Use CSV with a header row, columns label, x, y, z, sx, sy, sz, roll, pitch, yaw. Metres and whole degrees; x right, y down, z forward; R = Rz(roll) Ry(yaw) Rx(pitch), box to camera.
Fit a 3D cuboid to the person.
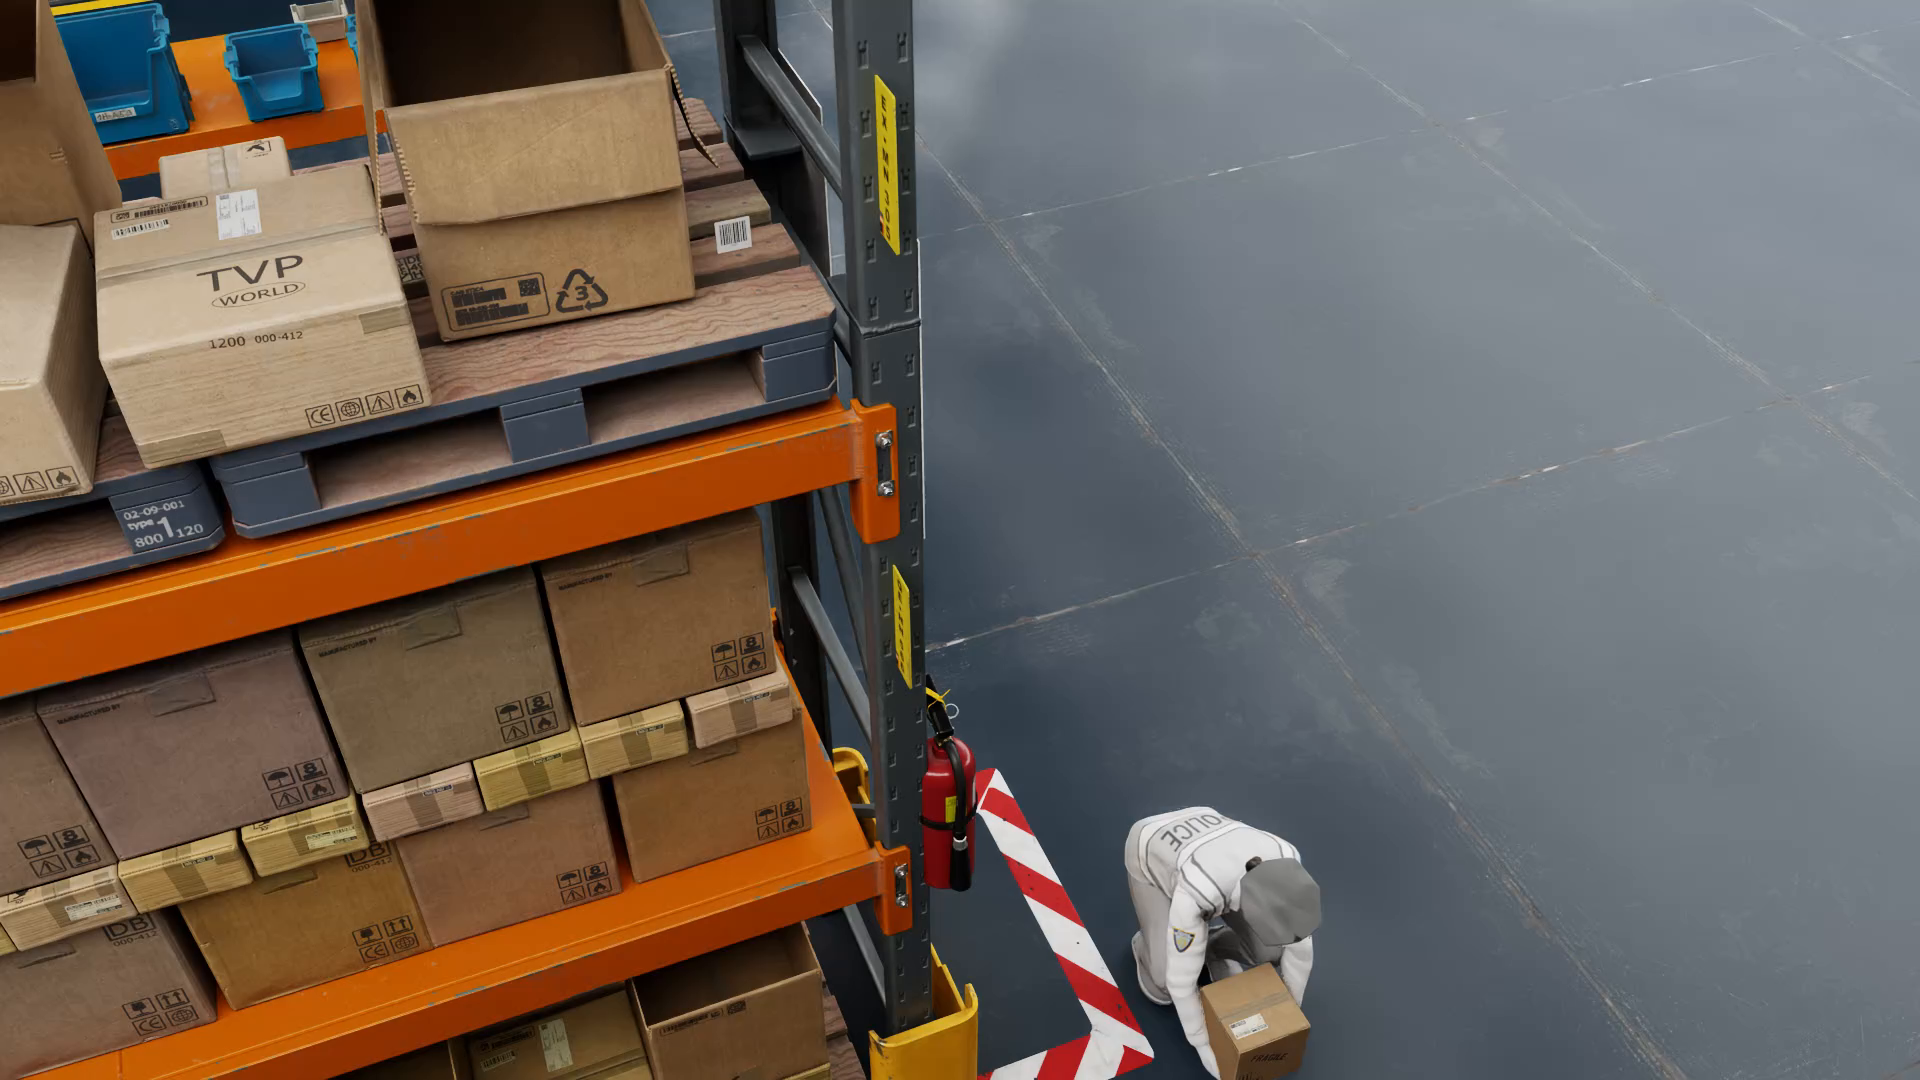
label,x,y,z,sx,sy,sz,roll,pitch,yaw
person,0.843,1.201,5.356,0.503,0.965,0.826,-10,43,-11
